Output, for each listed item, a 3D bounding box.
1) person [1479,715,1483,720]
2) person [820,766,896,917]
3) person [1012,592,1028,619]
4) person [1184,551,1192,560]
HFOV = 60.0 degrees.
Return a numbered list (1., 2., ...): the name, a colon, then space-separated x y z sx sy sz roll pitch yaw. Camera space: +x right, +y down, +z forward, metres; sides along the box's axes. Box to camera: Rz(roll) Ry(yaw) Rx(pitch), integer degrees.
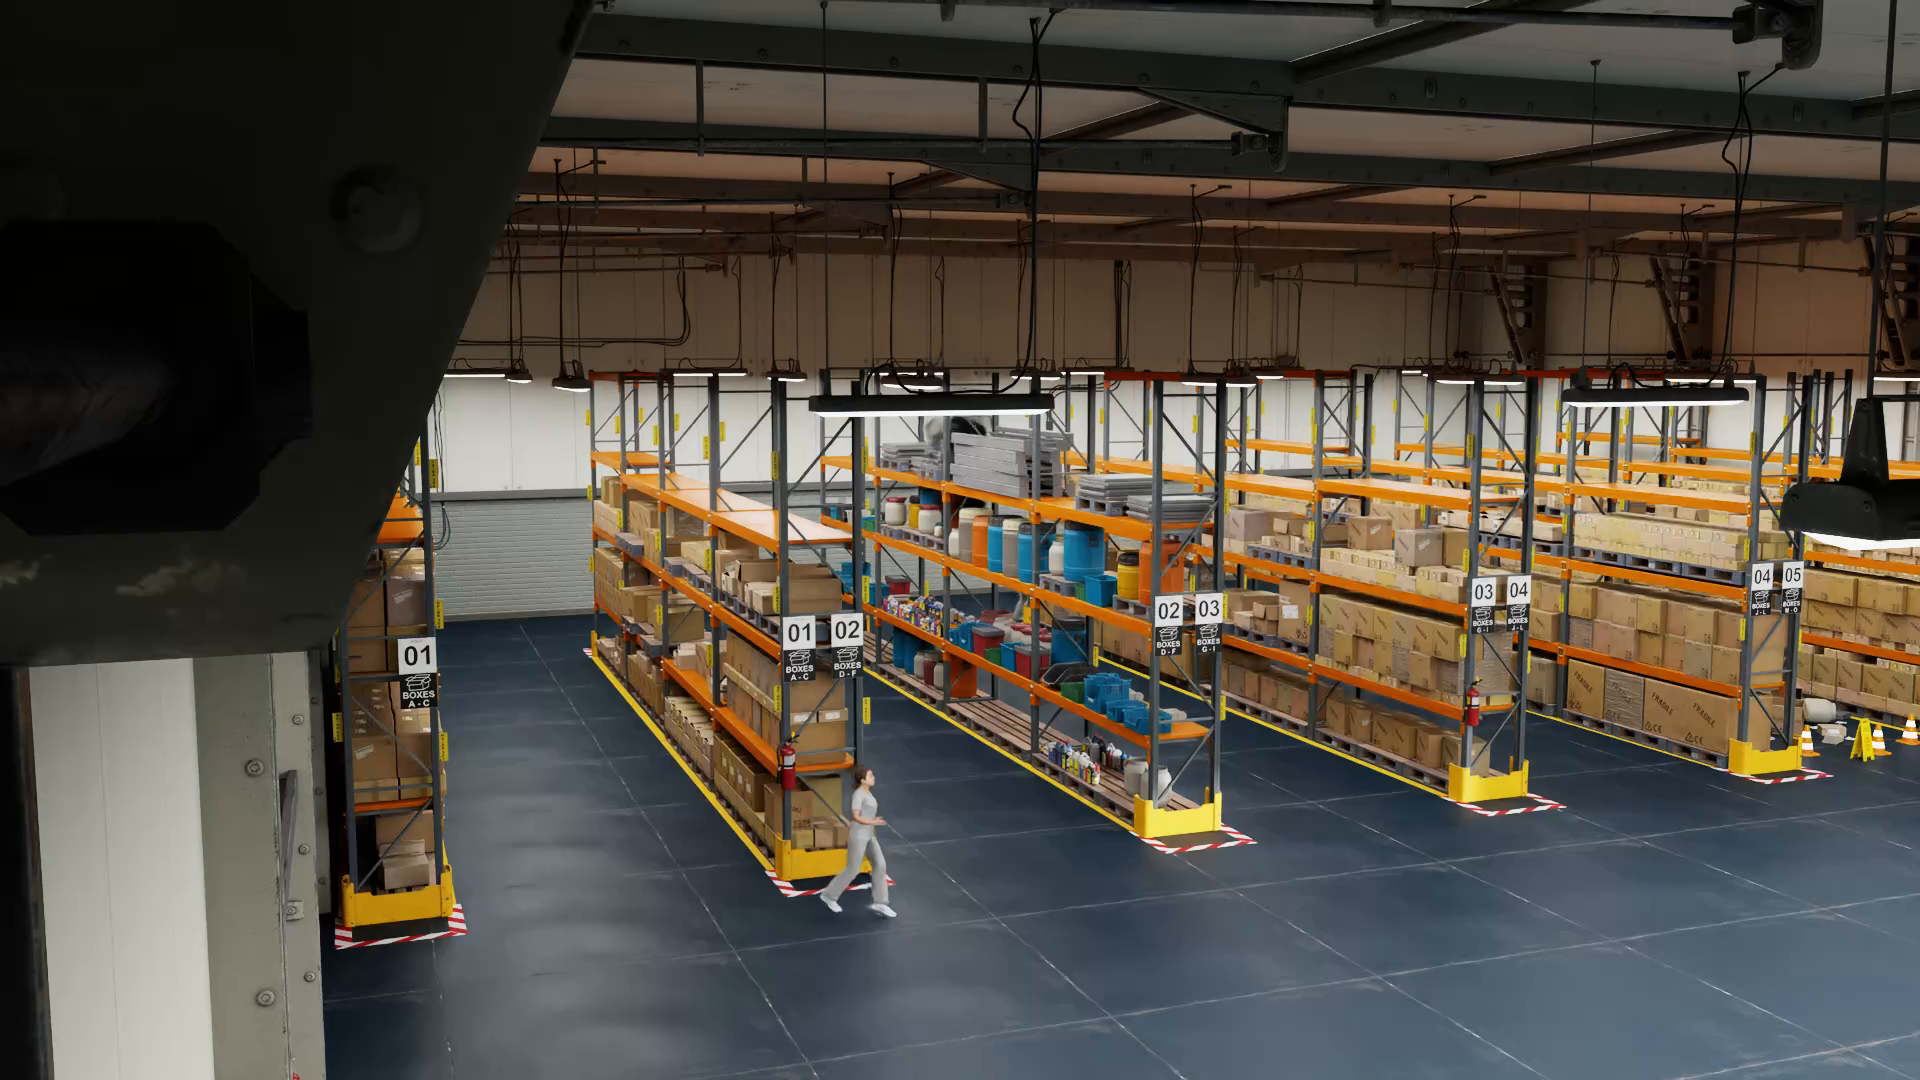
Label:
1. person: 8.951 2.239 29.231 0.669 1.722 0.926 -2 7 -20
2. person: -1.122 3.398 18.862 0.885 1.670 0.597 1 7 12
3. person: 1.573 1.094 39.620 0.641 1.705 0.608 -1 6 -8
4. person: 5.480 1.008 40.604 0.642 1.646 0.587 5 8 40
